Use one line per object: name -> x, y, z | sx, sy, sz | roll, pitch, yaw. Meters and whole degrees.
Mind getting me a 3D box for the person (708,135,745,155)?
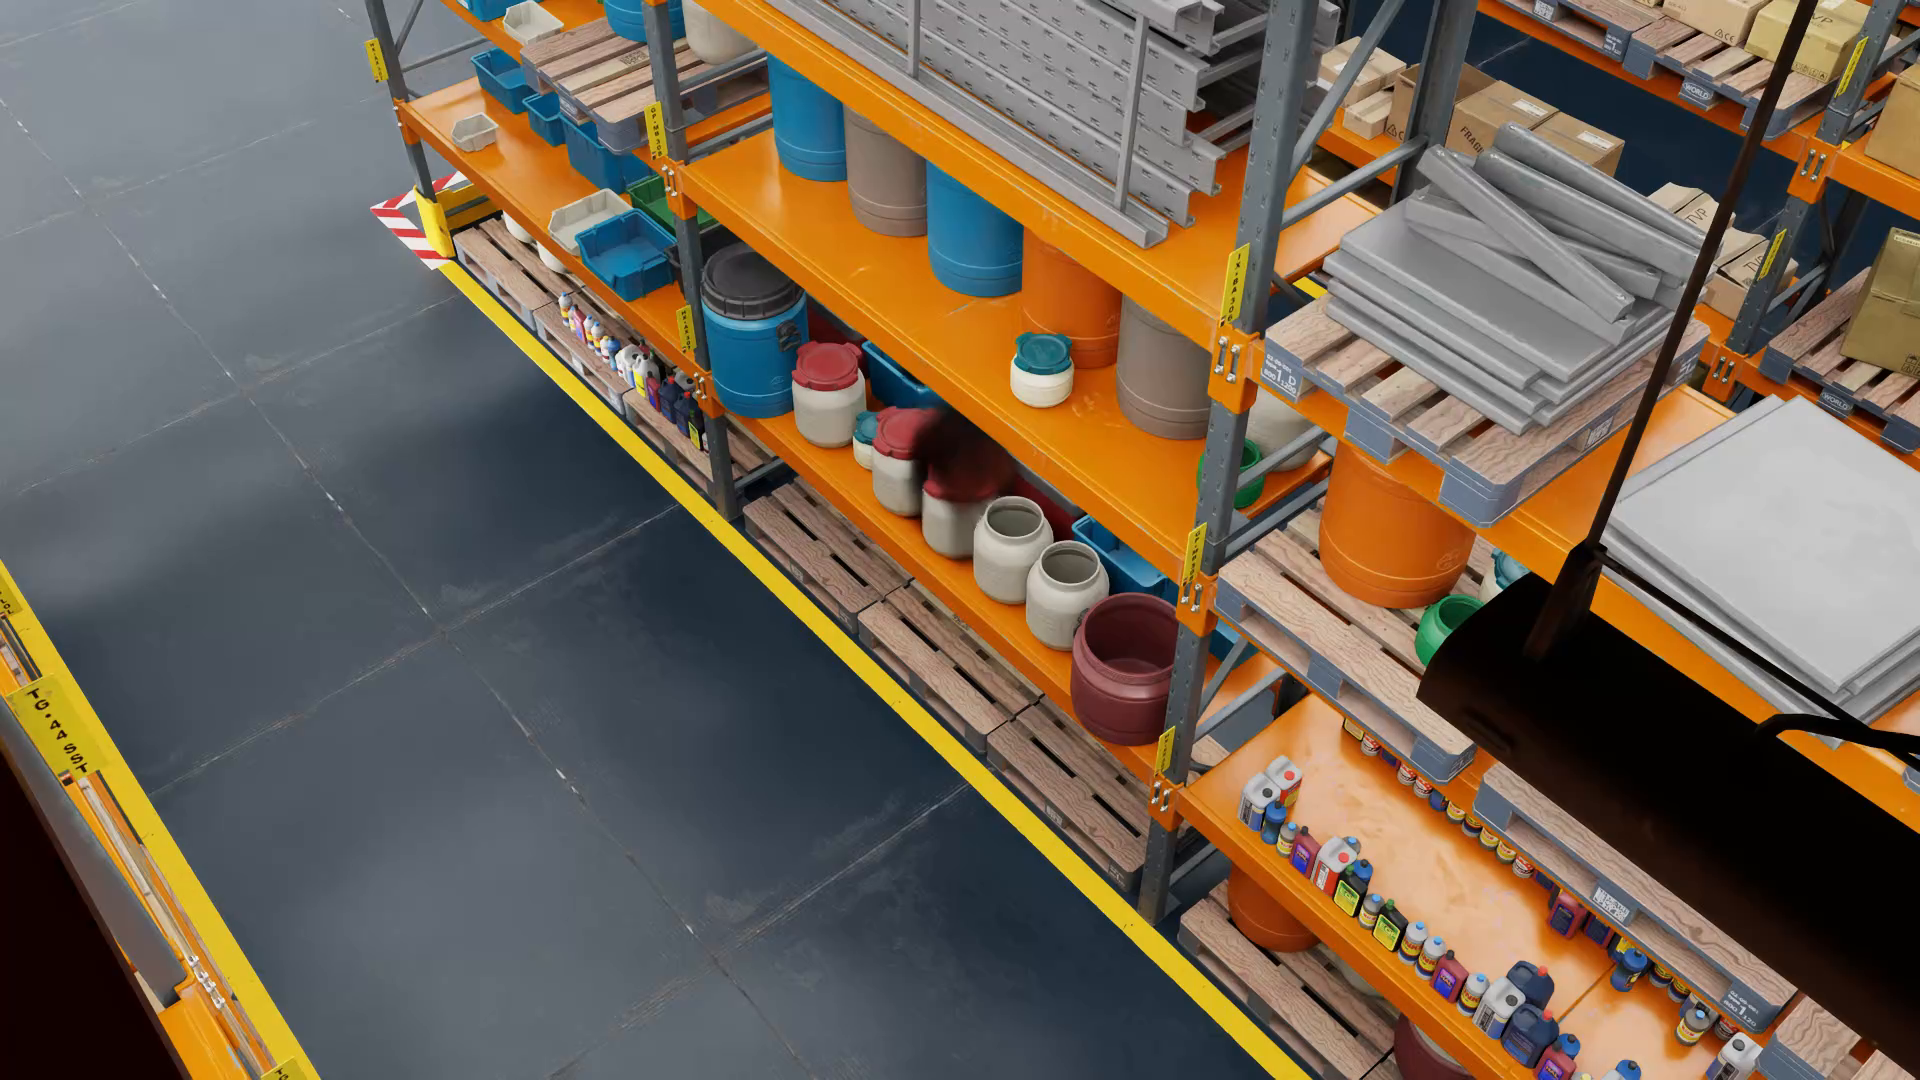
person -> -1.845, -3.102, 12.829 | 0.351, 1.763, 0.523 | -22, 50, -20
